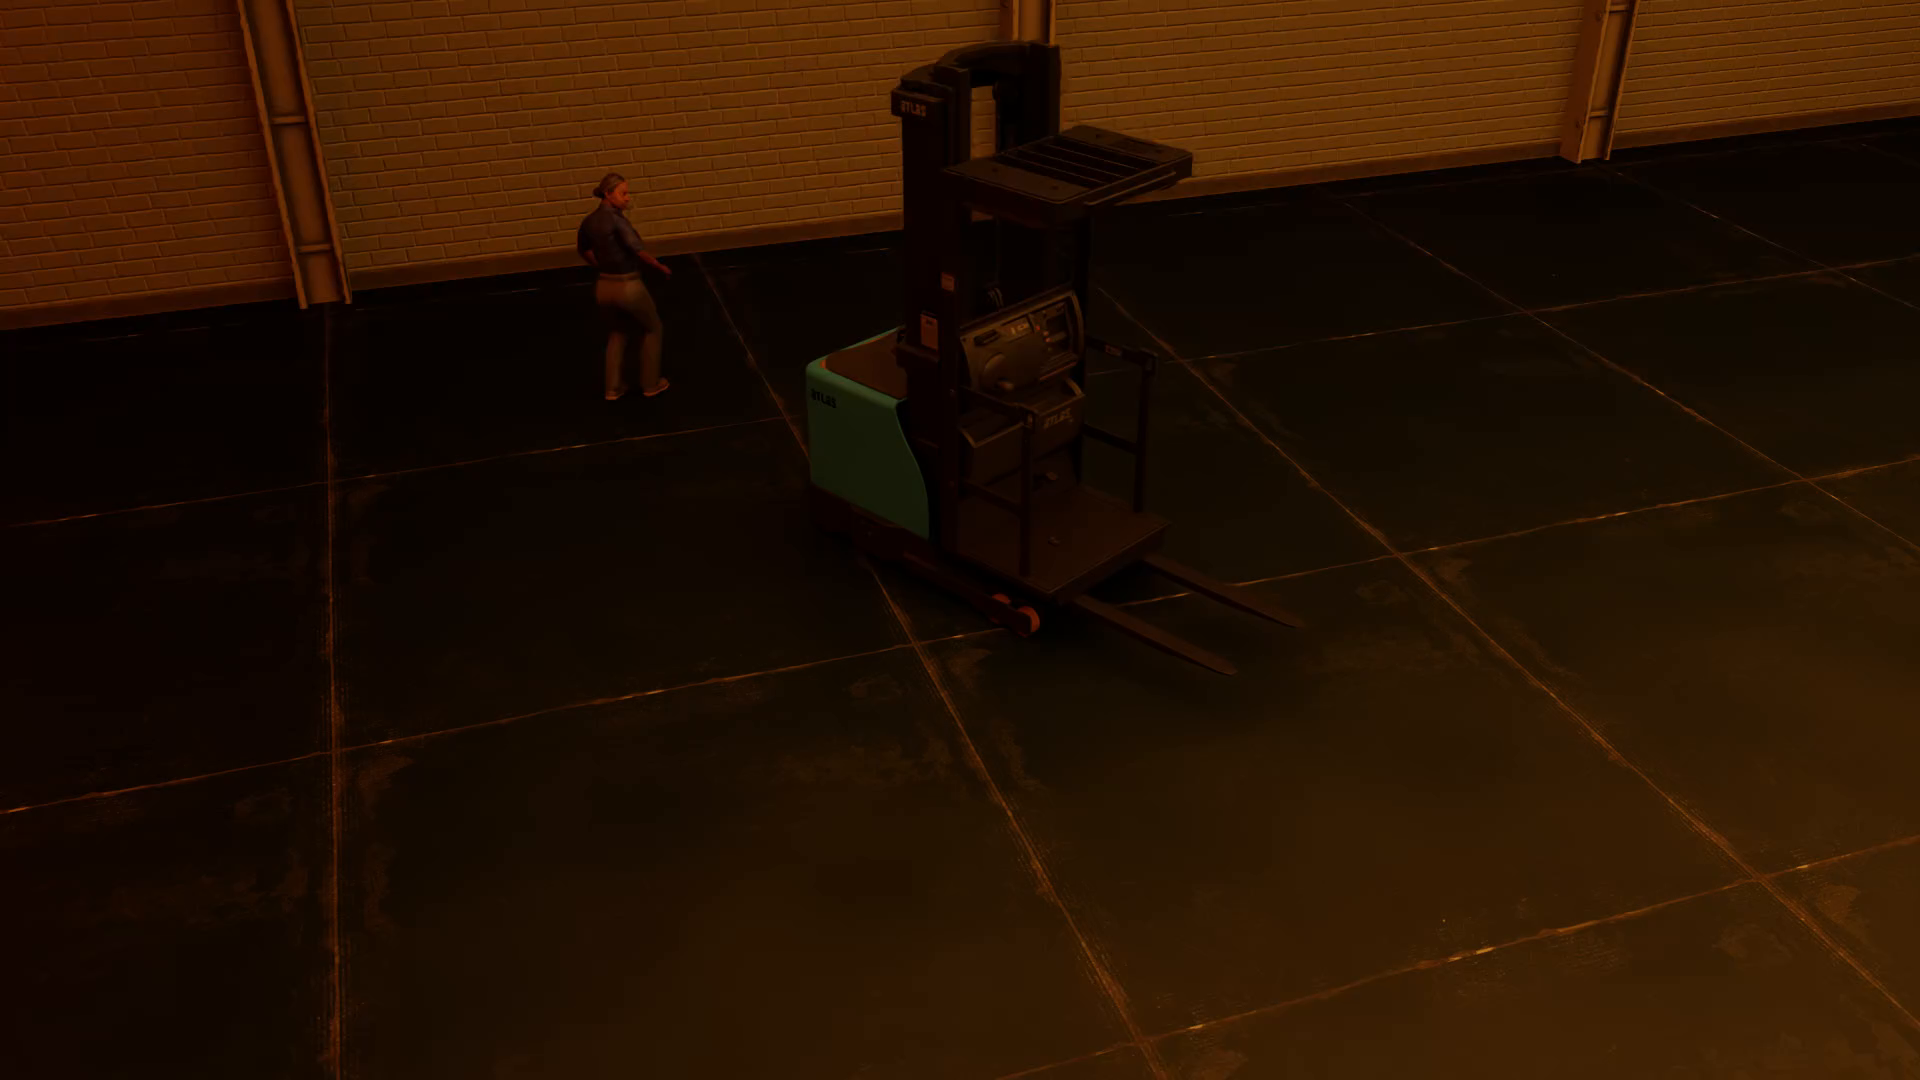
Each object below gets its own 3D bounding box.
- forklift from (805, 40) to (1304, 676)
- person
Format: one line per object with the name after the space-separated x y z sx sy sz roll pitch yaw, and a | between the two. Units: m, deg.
0.497 -1.035 8.886 3.031 2.935 1.130 25 38 37 | forklift
-2.320 -1.733 11.456 0.678 1.609 0.471 15 33 24 | person
